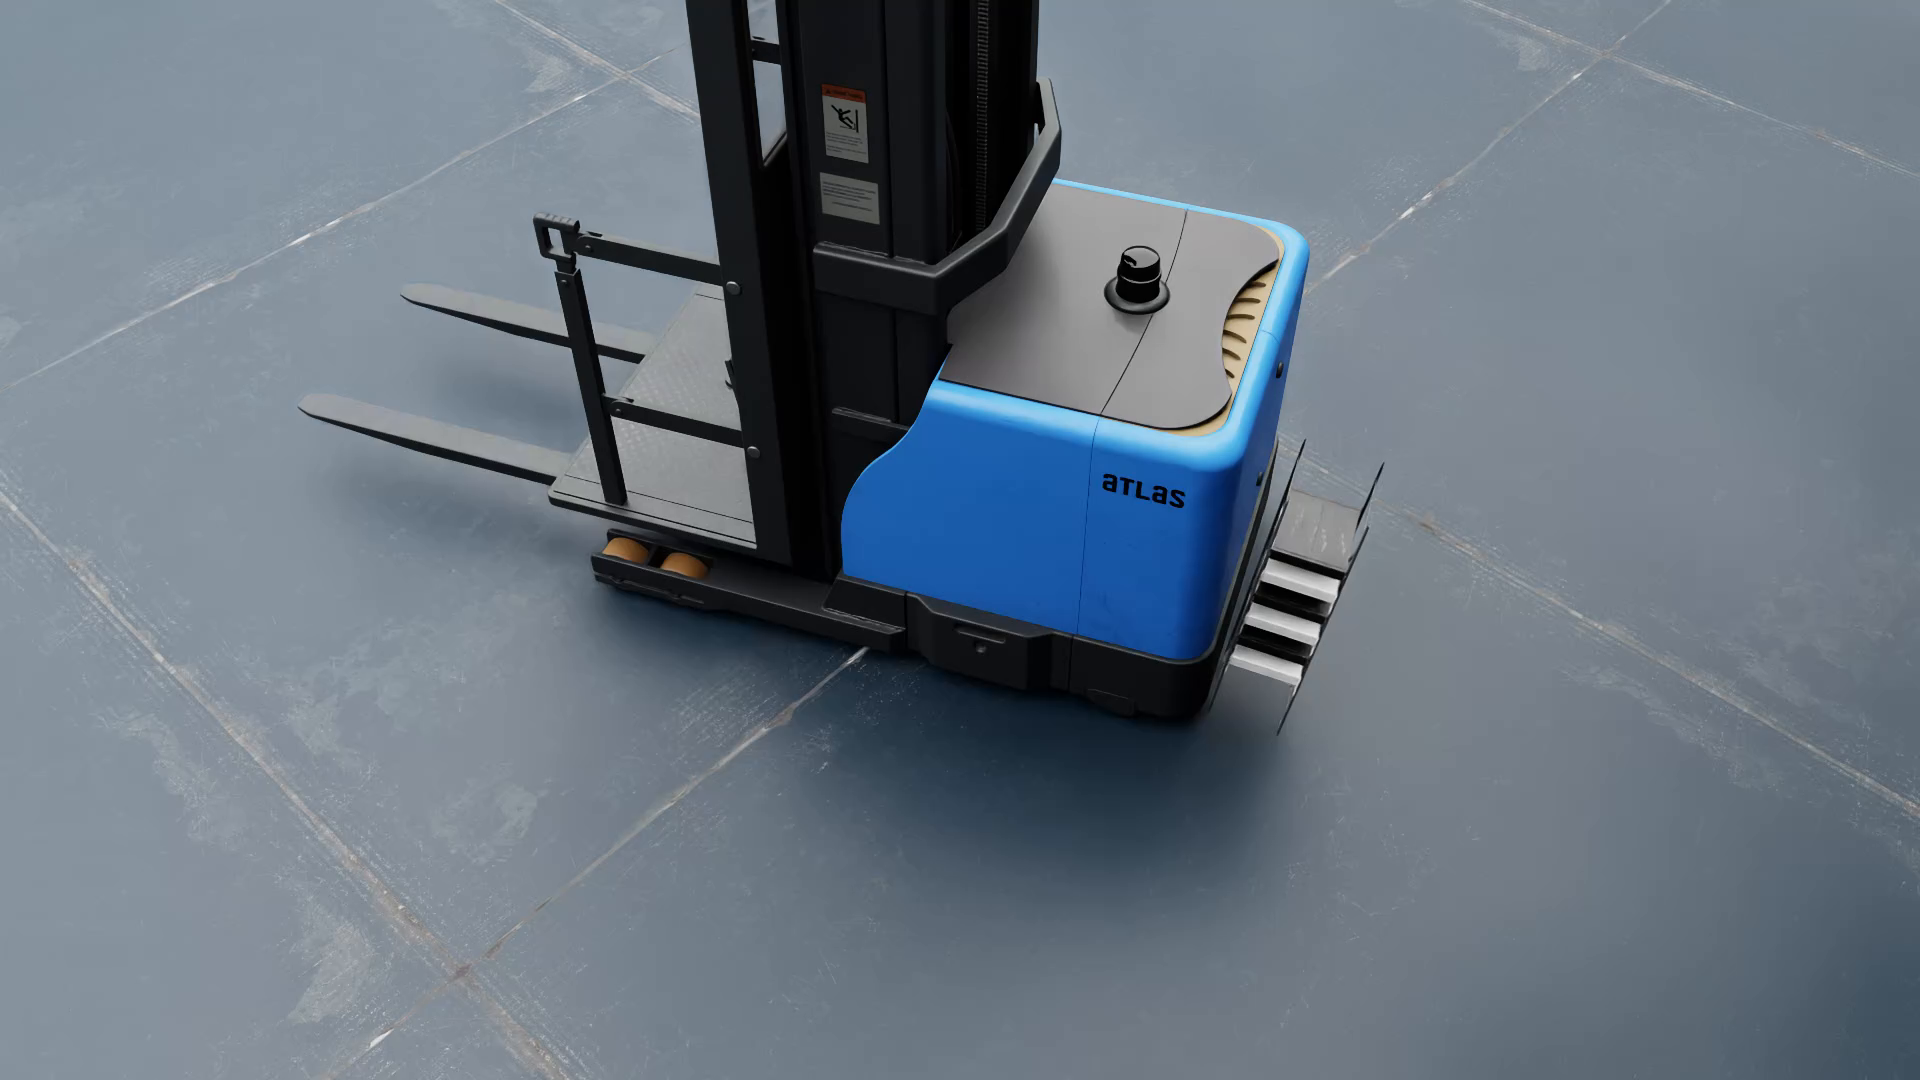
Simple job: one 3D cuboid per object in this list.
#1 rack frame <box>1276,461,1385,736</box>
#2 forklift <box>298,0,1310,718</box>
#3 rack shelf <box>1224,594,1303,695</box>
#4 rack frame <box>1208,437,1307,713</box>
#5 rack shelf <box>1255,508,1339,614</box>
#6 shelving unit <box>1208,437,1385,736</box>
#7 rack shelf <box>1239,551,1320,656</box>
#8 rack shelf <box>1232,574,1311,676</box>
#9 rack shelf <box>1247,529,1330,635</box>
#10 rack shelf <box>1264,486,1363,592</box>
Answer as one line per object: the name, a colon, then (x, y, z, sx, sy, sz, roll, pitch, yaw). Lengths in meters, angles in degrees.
rack frame: (0.987, 0.179, 4.468, 0.006, 0.900, 0.240, 18, 49, 8)
forklift: (-0.594, -1.152, 4.321, 3.031, 2.935, 1.130, 14, 48, 13)
rack shelf: (0.869, 0.287, 4.641, 0.200, 0.077, 0.258, 18, 49, 8)
rack frame: (0.796, 0.116, 4.496, 0.006, 0.900, 0.240, 18, 49, 8)
rack shelf: (0.907, 0.051, 4.372, 0.200, 0.077, 0.258, 18, 49, 8)
shelving unit: (0.891, 0.148, 4.482, 0.210, 0.900, 0.258, 18, 49, 8)
rack shelf: (0.888, 0.169, 4.507, 0.200, 0.077, 0.258, 18, 49, 8)
rack shelf: (0.879, 0.228, 4.574, 0.200, 0.077, 0.258, 18, 49, 8)
rack shelf: (0.897, 0.110, 4.439, 0.200, 0.077, 0.258, 18, 49, 8)
rack shelf: (0.916, -0.007, 4.305, 0.200, 0.077, 0.258, 18, 49, 8)
